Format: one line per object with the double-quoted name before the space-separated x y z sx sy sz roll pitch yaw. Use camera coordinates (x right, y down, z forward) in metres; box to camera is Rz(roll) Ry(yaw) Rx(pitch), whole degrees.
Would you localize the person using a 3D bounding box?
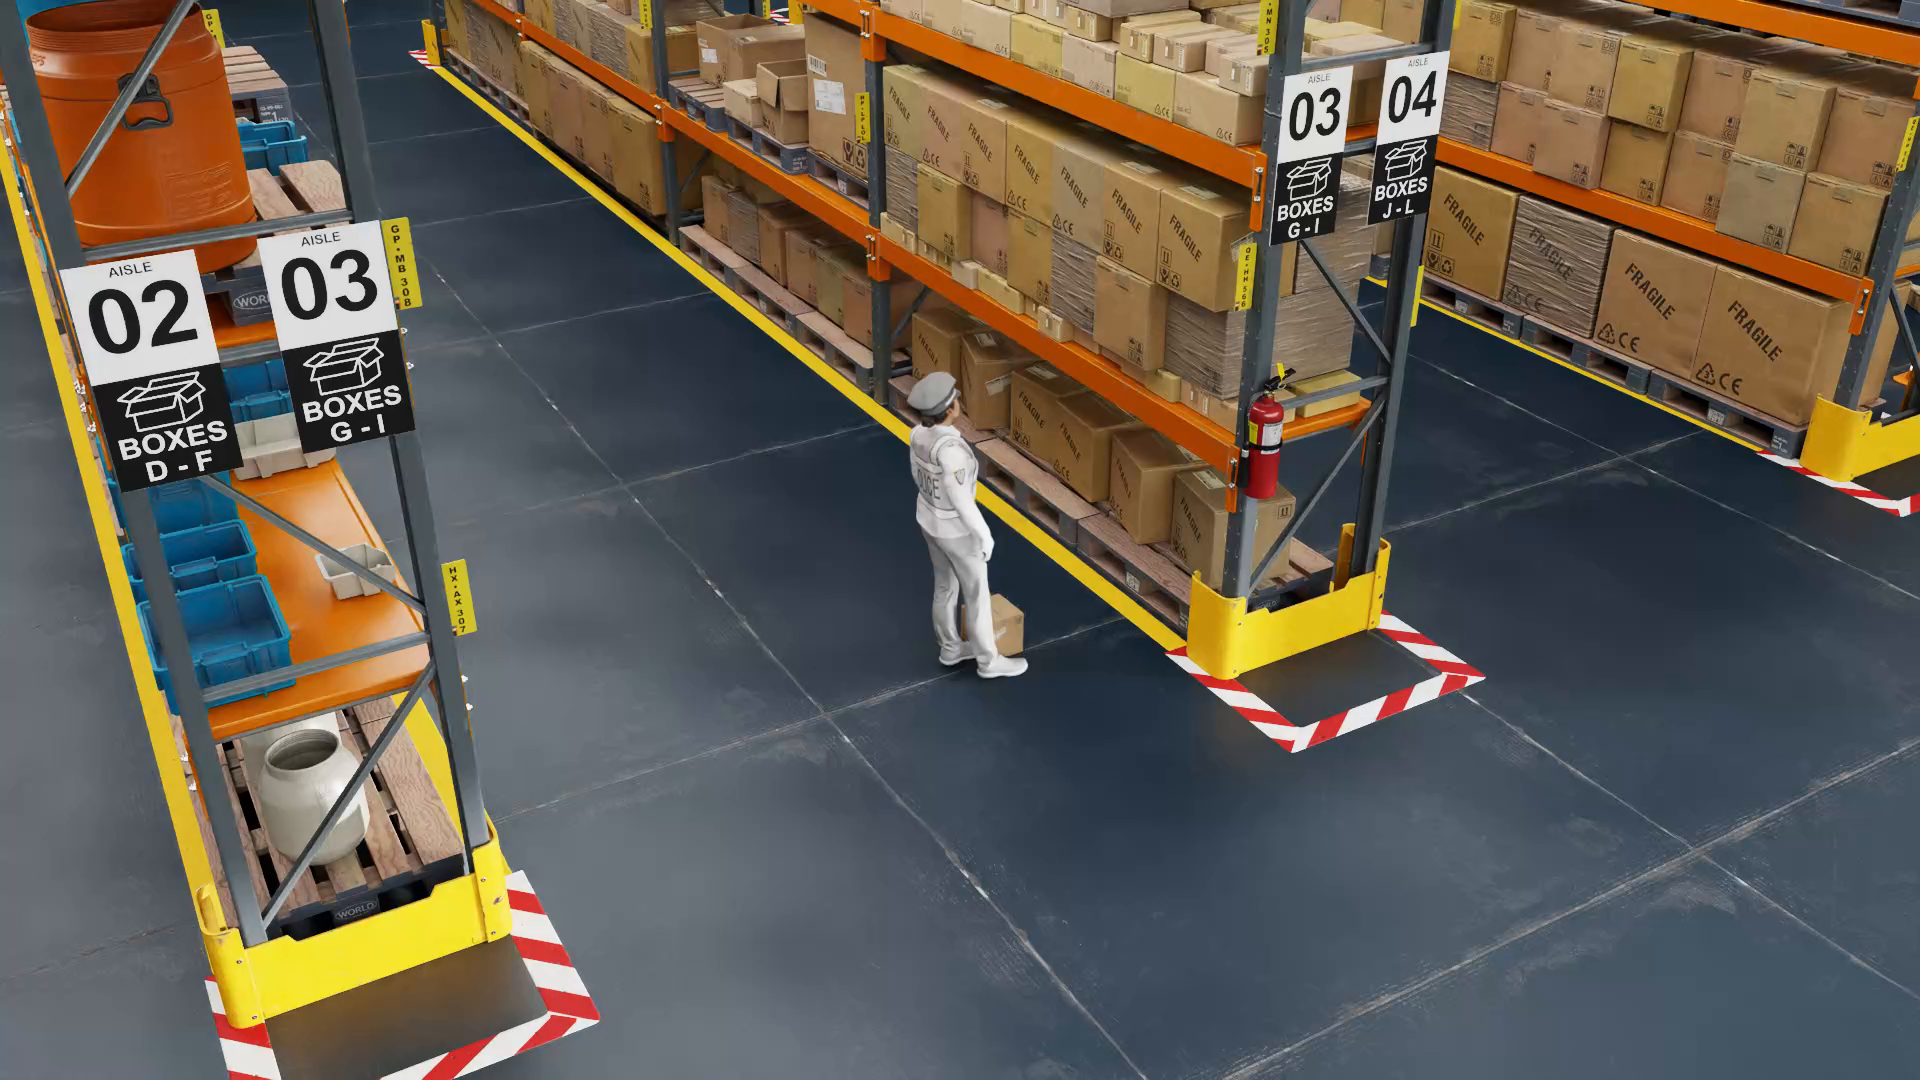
"person" 0.013 -0.087 8.659 0.535 1.695 0.580 -16 33 -26
